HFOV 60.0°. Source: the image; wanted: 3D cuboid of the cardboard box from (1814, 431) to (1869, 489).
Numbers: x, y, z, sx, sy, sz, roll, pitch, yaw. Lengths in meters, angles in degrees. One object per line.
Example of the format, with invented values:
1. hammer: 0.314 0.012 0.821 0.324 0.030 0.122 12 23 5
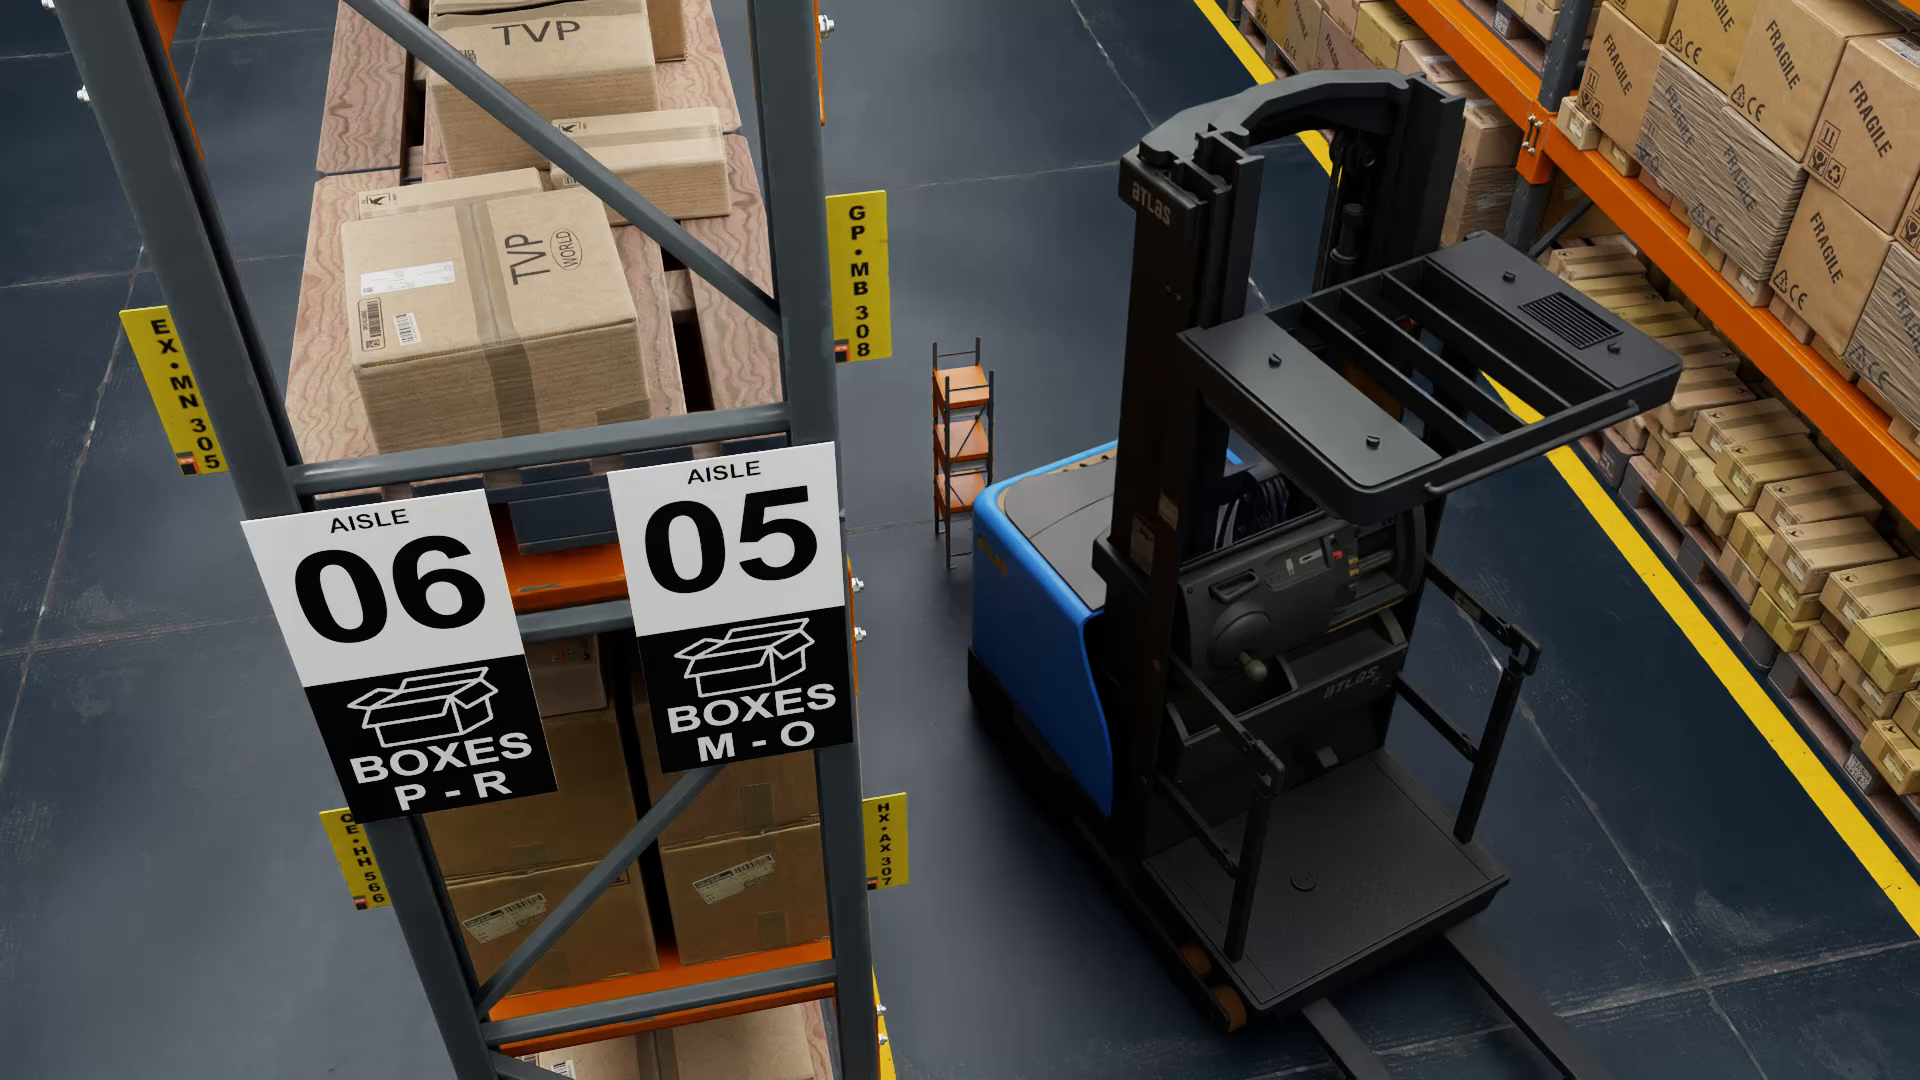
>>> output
1. cardboard box: 3.867 -0.358 7.058 0.380 0.149 0.250 -8 42 -9

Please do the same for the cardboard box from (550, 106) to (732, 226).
1. cardboard box: -0.722 -0.842 3.759 0.380 0.149 0.250 -7 42 -8

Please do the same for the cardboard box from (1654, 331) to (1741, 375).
1. cardboard box: 3.291 -0.800 7.556 0.380 0.149 0.250 -9 42 -10

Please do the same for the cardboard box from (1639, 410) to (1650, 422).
1. cardboard box: 3.288 -0.691 7.658 0.380 0.149 0.250 -10 43 -11

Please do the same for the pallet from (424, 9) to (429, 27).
1. pallet: -1.409 -2.031 5.368 1.003 0.211 1.213 -8 42 -9

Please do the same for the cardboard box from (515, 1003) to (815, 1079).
1. cardboard box: -0.952 1.506 5.189 0.875 0.438 0.875 -10 43 -11

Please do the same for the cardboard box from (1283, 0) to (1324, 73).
1. cardboard box: 2.389 -3.244 10.493 0.500 0.500 0.500 -8 42 -9

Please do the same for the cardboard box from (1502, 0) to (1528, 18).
1. cardboard box: 2.901 -2.710 8.198 0.380 0.149 0.250 -8 42 -9

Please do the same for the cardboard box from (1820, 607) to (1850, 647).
1. cardboard box: 3.636 0.315 6.525 0.380 0.149 0.250 -9 42 -10

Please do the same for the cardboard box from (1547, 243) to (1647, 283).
1. cardboard box: 3.109 -1.310 8.131 0.380 0.149 0.250 -7 42 -8

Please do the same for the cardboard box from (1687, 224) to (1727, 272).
1. cardboard box: 3.259 -1.253 6.873 0.380 0.149 0.250 -8 42 -8

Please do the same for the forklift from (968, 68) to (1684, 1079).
1. forklift: 1.193 0.223 5.073 1.130 2.935 3.031 -20 46 -22

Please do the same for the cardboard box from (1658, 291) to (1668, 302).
1. cardboard box: 3.615 -1.293 8.336 0.380 0.149 0.250 -8 42 -8

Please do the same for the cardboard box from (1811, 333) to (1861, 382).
1. cardboard box: 3.488 -0.751 6.307 0.380 0.149 0.250 -8 42 -9

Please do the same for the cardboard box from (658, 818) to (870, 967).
1. cardboard box: -0.535 0.729 4.376 0.500 0.500 0.500 -9 42 -10

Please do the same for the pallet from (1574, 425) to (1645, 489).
1. pallet: 3.416 -0.776 8.247 1.003 0.211 1.213 -8 42 -9

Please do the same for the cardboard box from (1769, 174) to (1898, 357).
1. cardboard box: 3.429 -1.046 6.151 0.500 0.500 0.500 -6 42 -7

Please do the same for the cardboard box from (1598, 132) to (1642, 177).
1. cardboard box: 3.106 -1.768 7.453 0.380 0.149 0.250 -7 42 -8

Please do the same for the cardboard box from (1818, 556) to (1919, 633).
1. cardboard box: 3.566 0.226 6.401 0.380 0.149 0.250 -10 43 -11

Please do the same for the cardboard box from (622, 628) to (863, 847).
1. cardboard box: -0.537 0.355 4.044 0.500 0.500 0.500 -9 42 -10

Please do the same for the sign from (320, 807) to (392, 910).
1. sign: -1.244 0.665 3.472 0.100 0.325 0.005 -8 42 -9

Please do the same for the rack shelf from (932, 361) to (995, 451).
1. rack shelf: 0.012 -0.562 6.963 0.215 0.259 0.240 -8 42 -9

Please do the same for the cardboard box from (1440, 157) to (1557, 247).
1. cardboard box: 2.831 -1.915 8.996 0.500 0.500 0.500 -9 42 -10

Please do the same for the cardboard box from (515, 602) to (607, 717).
1. cardboard box: -0.985 0.260 3.662 0.380 0.149 0.250 -8 42 -9

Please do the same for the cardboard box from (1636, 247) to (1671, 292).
1. cardboard box: 3.568 -1.369 8.198 0.380 0.149 0.250 -7 42 -8

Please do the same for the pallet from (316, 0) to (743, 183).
1. pallet: -1.149 -1.242 4.479 1.003 0.211 1.213 -8 42 -9

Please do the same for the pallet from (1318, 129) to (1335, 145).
1. pallet: 2.800 -2.503 10.193 1.003 0.211 1.213 -8 42 -9

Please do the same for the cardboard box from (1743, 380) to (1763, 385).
1. cardboard box: 3.719 -0.771 7.748 0.380 0.149 0.250 -8 42 -9

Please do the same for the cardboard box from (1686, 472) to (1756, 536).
1. cardboard box: 3.345 -0.174 7.075 0.380 0.149 0.250 -8 42 -9

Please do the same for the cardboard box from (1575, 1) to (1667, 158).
1. cardboard box: 3.097 -2.041 7.272 0.500 0.500 0.500 -9 42 -10

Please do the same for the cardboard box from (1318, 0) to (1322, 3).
1. cardboard box: 2.395 -3.534 10.256 0.500 0.250 0.500 -9 42 -10

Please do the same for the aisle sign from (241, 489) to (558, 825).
1. aisle sign: -0.999 0.237 3.047 0.394 0.787 0.004 -8 42 -9

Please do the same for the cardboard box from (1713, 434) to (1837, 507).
1. cardboard box: 3.421 -0.293 6.985 0.380 0.149 0.250 -8 42 -9

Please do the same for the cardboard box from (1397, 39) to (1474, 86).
1. cardboard box: 2.731 -2.534 9.128 0.500 0.250 0.500 -6 42 -7

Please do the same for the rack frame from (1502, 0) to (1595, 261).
1. rack frame: 3.237 -2.249 7.806 1.000 3.000 0.127 -8 42 -9

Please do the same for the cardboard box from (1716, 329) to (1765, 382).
1. cardboard box: 3.702 -0.870 7.635 0.380 0.149 0.250 -7 42 -8

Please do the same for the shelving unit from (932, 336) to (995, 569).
1. shelving unit: 0.012 -0.358 7.144 0.215 1.050 0.252 -8 42 -9

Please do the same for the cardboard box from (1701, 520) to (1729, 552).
1. cardboard box: 3.452 -0.064 7.175 0.380 0.149 0.250 -7 42 -8

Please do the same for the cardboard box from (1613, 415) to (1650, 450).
1. cardboard box: 3.267 -0.575 7.751 0.380 0.149 0.250 -9 42 -10

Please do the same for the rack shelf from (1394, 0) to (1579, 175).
1. rack shelf: 2.805 -3.277 9.505 1.077 0.370 4.000 -8 42 -9

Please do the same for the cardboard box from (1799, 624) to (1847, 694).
1. cardboard box: 3.589 0.447 6.599 0.380 0.149 0.250 -8 42 -9

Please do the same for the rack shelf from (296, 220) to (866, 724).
1. rack shelf: -1.143 -1.031 4.716 1.077 0.370 4.000 -8 42 -9

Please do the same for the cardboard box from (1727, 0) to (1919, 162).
1. cardboard box: 3.301 -1.780 6.224 0.500 0.500 0.500 -8 42 -9
